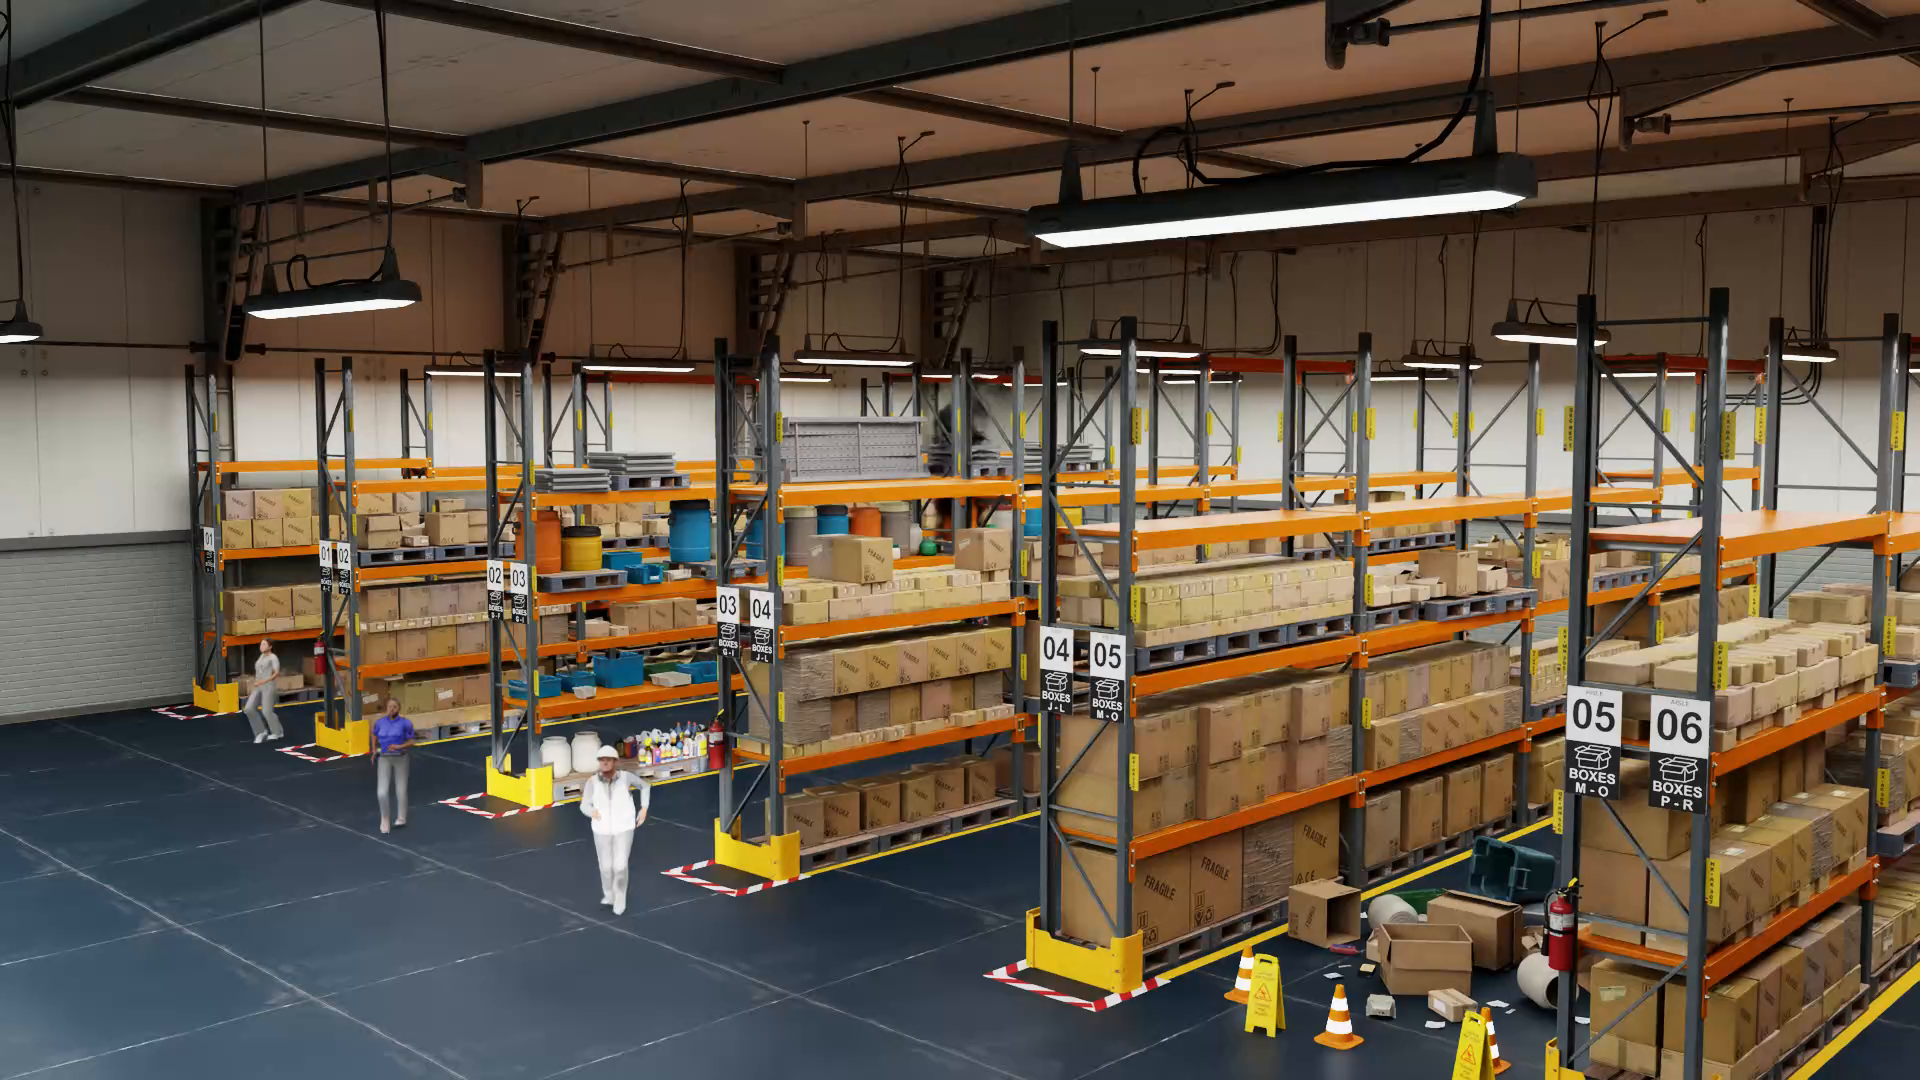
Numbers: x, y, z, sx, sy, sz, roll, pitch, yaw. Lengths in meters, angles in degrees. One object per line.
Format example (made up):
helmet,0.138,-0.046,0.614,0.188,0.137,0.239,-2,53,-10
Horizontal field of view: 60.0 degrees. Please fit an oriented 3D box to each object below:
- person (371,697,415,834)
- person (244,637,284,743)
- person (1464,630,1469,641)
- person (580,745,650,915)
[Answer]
person,-6.993,2.777,20.483,0.547,1.673,0.685,-1,4,-11
person,-10.884,2.374,26.060,0.605,1.695,0.574,3,5,33
person,8.231,2.247,27.226,0.536,1.641,0.730,4,6,43
person,-3.548,2.970,17.071,0.665,1.748,0.846,0,4,-1
